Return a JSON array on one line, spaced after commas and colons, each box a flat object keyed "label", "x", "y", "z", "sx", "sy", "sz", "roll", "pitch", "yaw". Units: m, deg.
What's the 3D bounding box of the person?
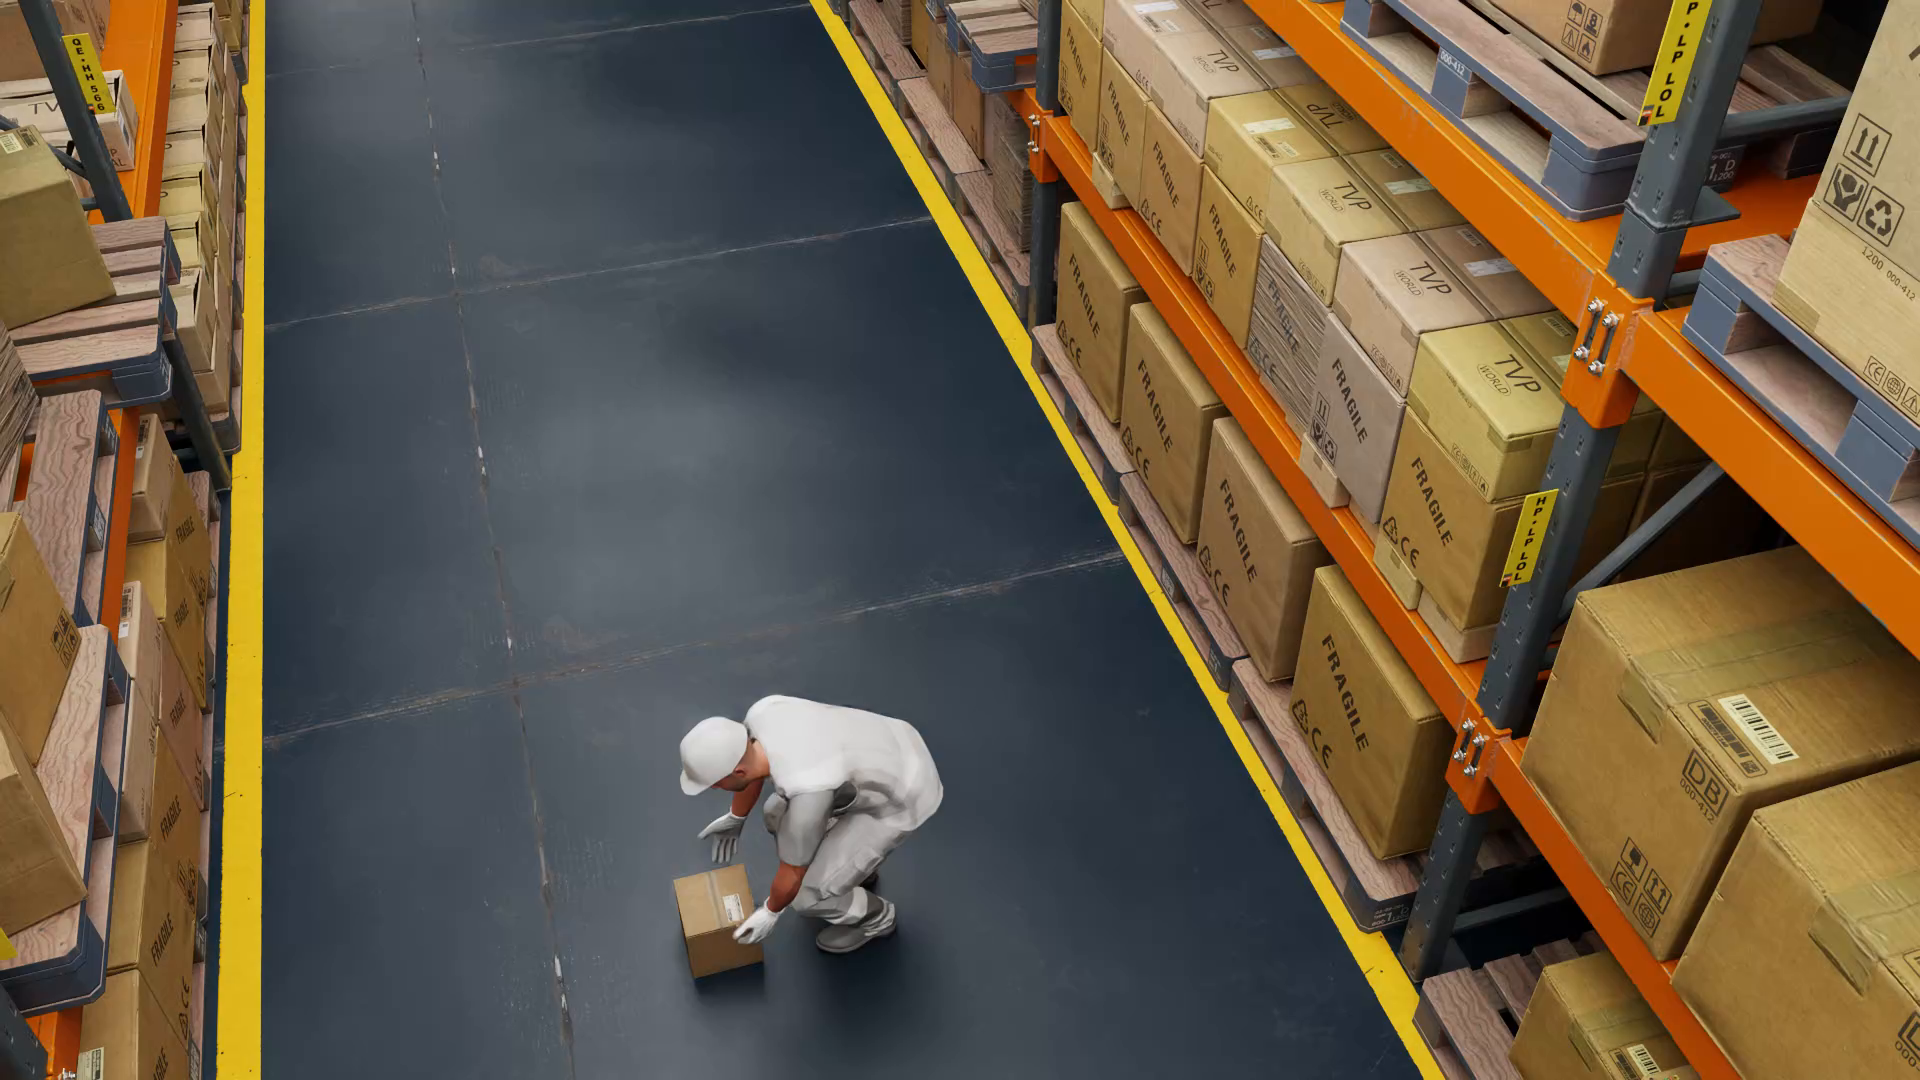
[{"label": "person", "x": -0.475, "y": 0.936, "z": 5.560, "sx": 0.852, "sy": 1.172, "sz": 0.584, "roll": -12, "pitch": 43, "yaw": -13}]
